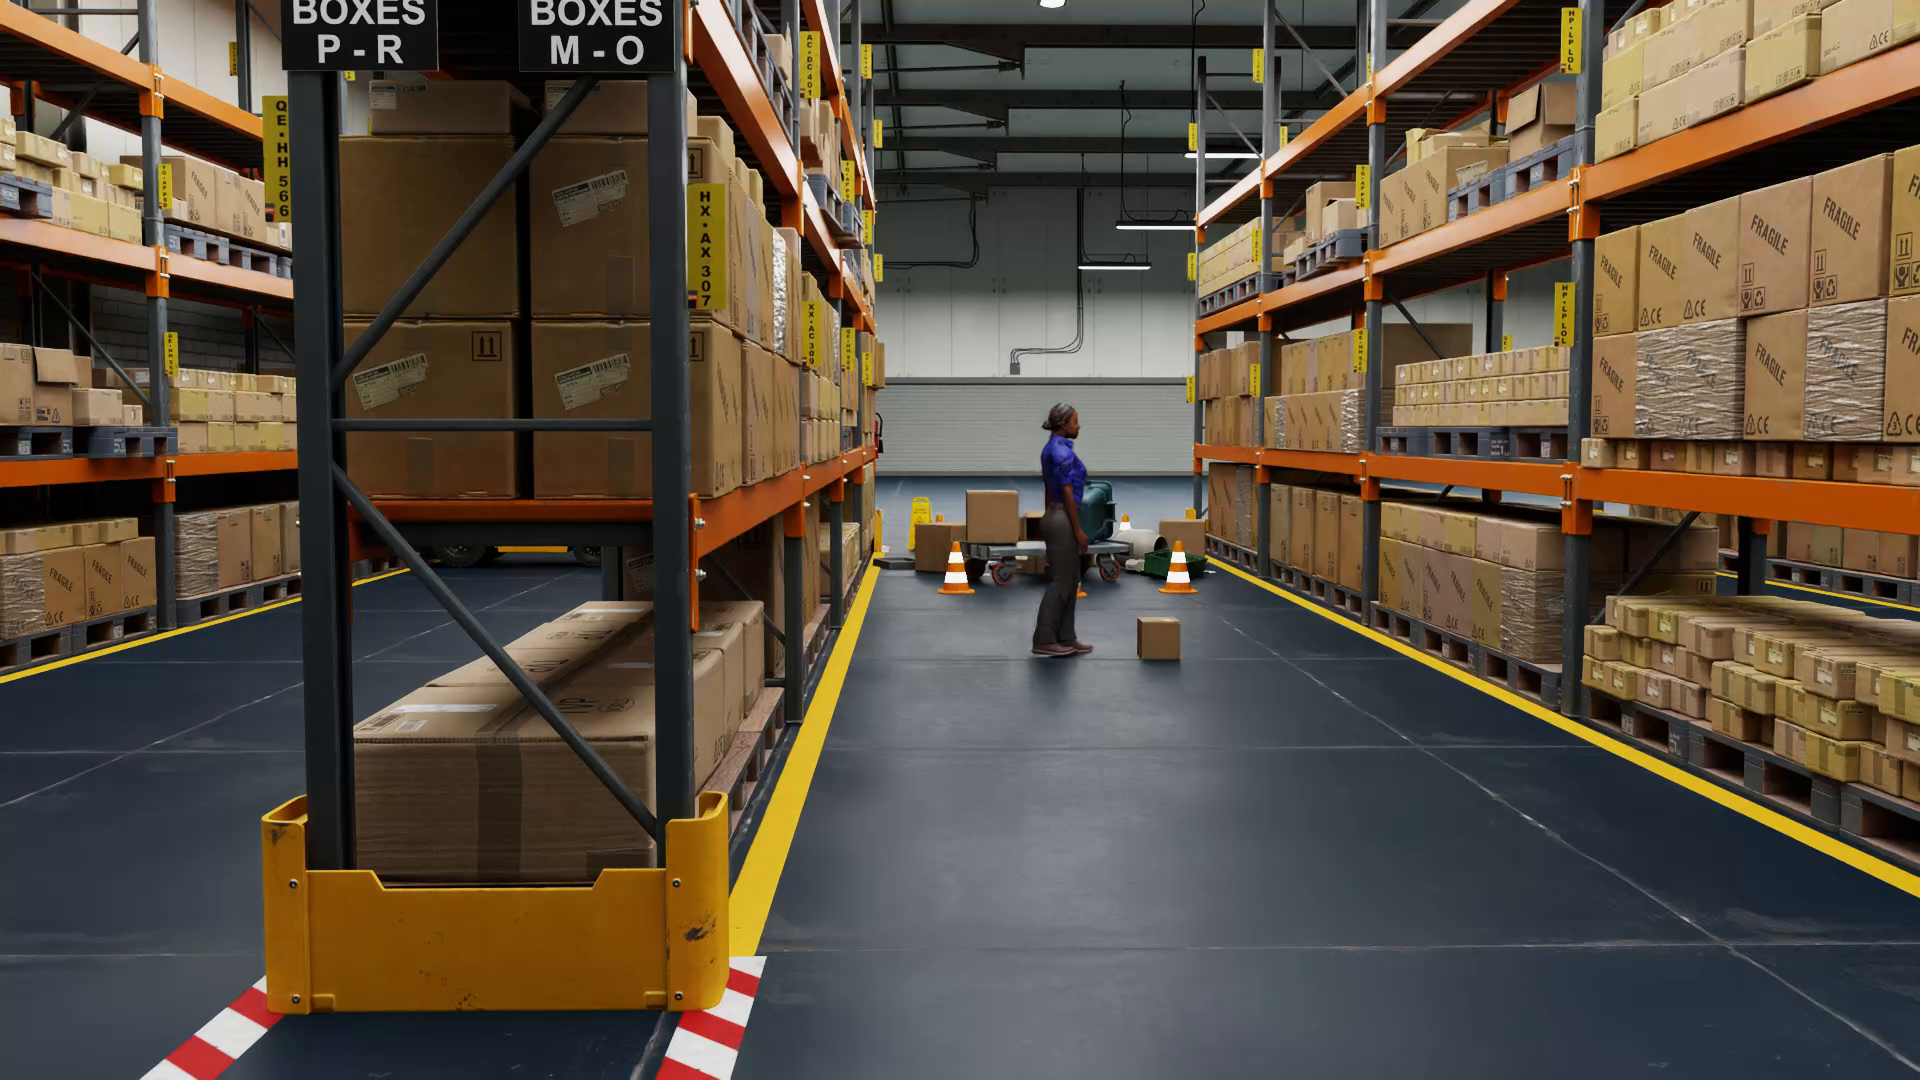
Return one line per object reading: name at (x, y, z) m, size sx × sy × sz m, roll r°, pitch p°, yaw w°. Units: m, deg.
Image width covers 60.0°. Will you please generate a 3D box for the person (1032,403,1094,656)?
person at (0.690, -0.066, 10.934) m, size 0.469 × 1.669 × 0.464 m, roll -1°, pitch 4°, yaw -8°
